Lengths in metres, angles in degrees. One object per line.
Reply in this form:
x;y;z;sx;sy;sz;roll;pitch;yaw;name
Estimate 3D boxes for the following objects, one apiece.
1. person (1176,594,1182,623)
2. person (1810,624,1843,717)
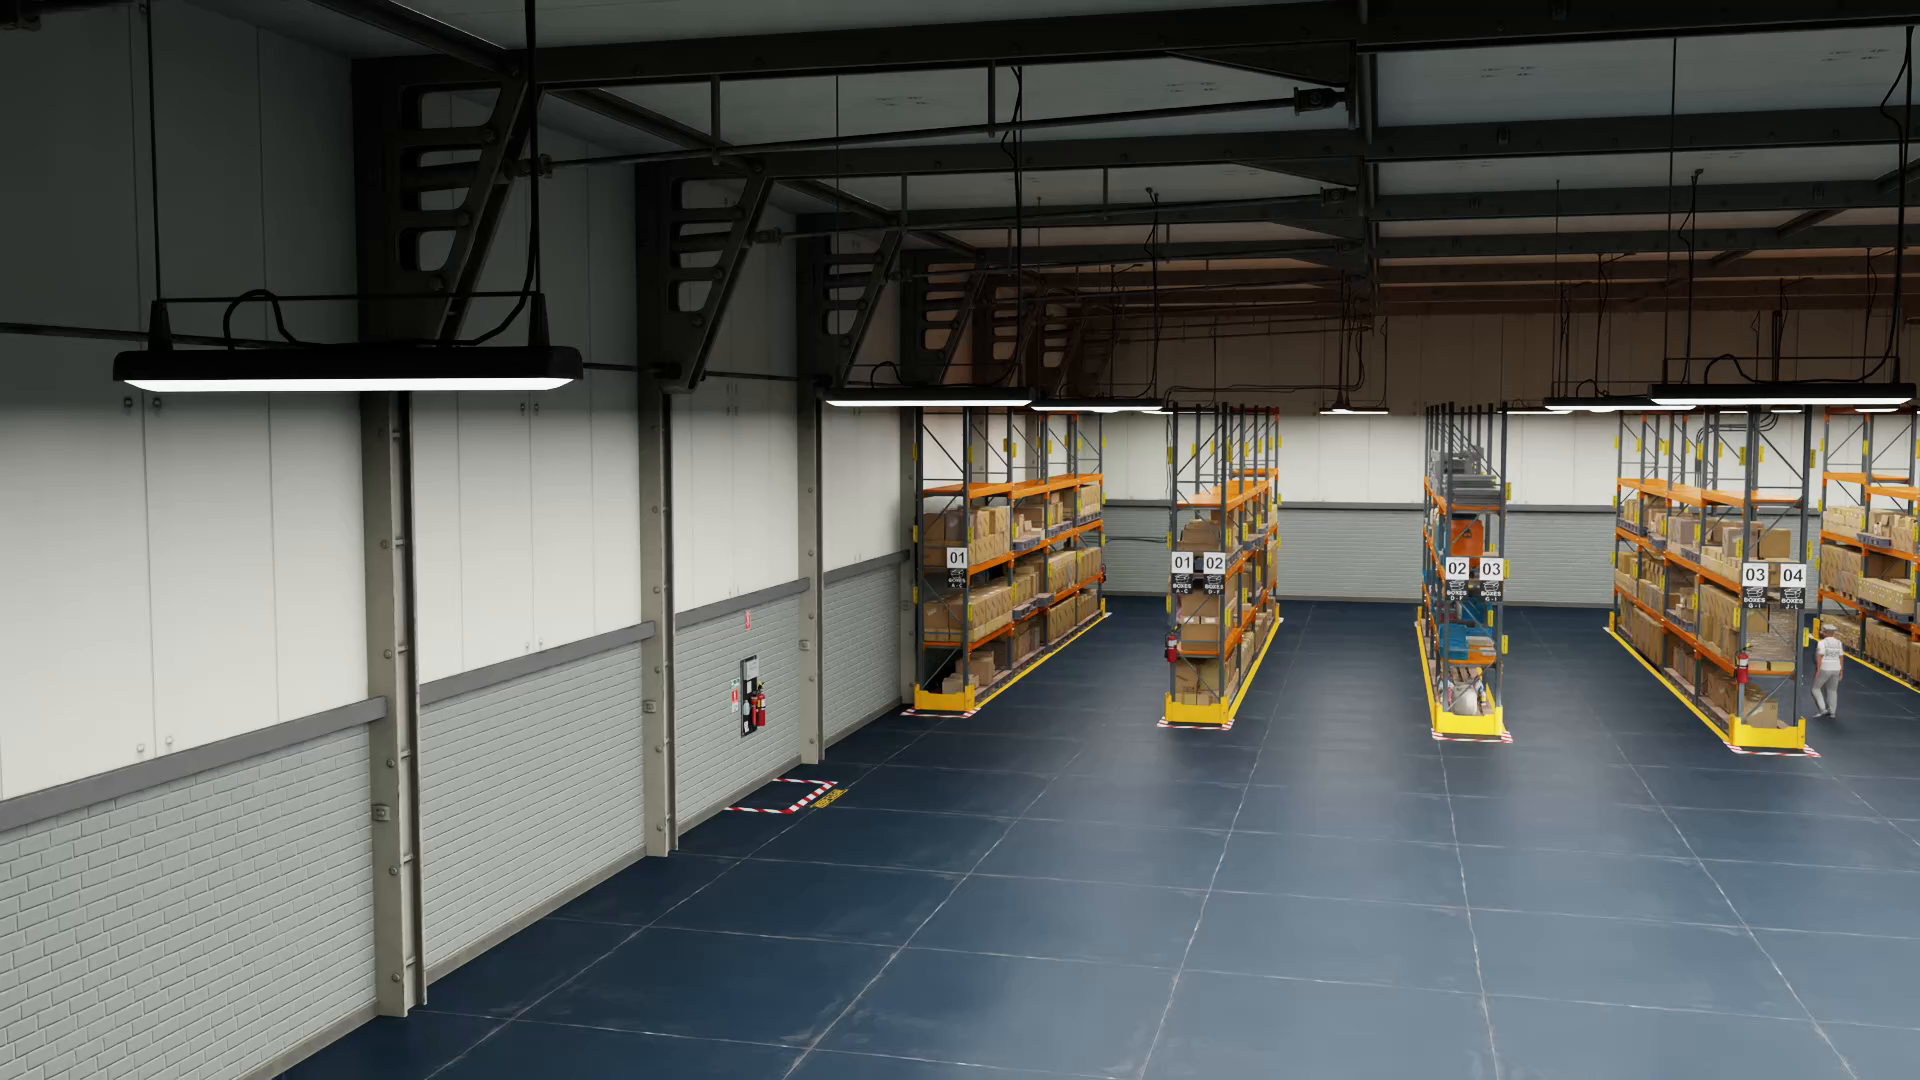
6.045;1.460;45.986;0.451;1.621;0.475;-3;5;-31;person
16.574;2.516;31.756;0.573;1.806;0.399;-1;4;-9;person
